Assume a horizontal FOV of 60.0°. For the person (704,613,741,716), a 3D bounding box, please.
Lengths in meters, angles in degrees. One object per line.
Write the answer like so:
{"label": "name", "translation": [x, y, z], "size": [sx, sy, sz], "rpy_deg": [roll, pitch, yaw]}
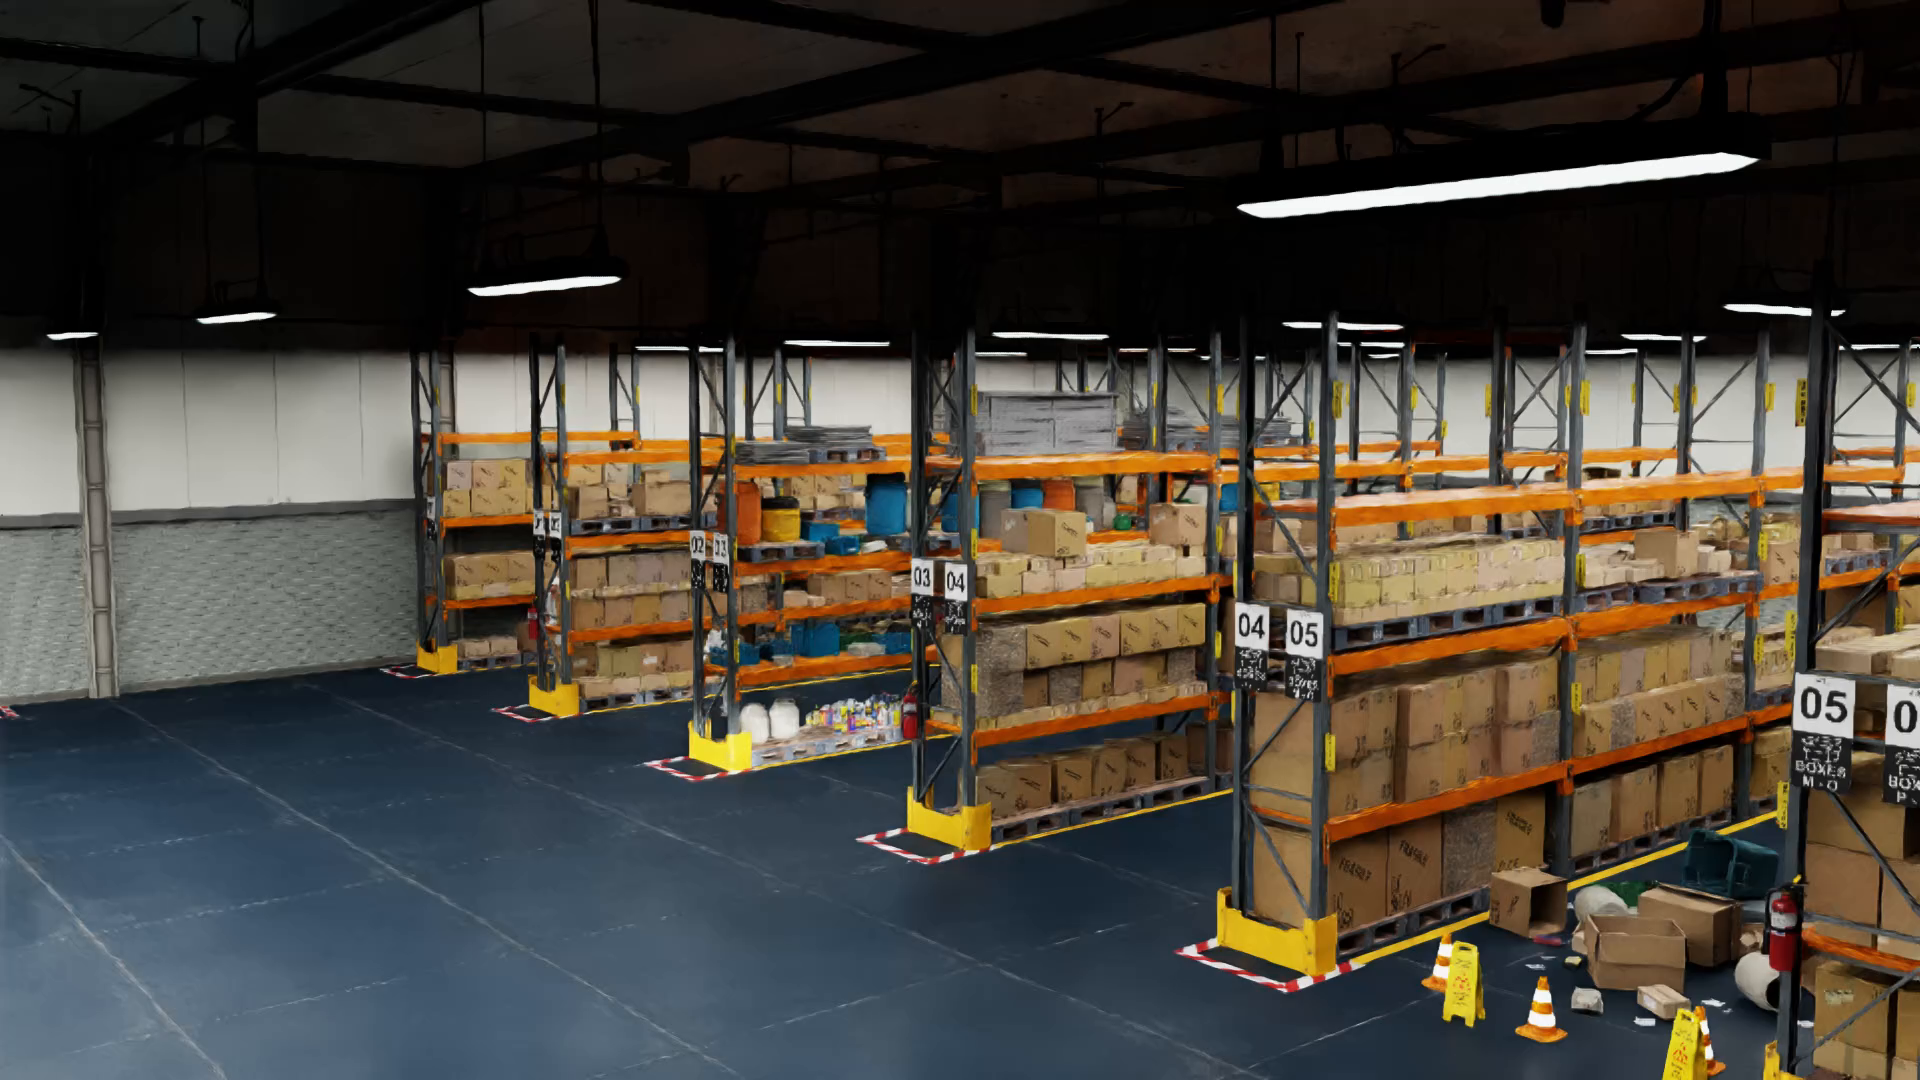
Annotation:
{"label": "person", "translation": [-3.702, 1.928, 26.226], "size": [0.638, 1.607, 0.814], "rpy_deg": [4, 6, 34]}

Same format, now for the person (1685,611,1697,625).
{"label": "person", "translation": [13.018, 1.523, 29.685], "size": [0.456, 1.773, 0.678], "rpy_deg": [2, 6, 19]}

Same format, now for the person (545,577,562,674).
{"label": "person", "translation": [-7.267, 1.524, 30.074], "size": [0.596, 1.743, 0.969], "rpy_deg": [3, 6, 28]}
